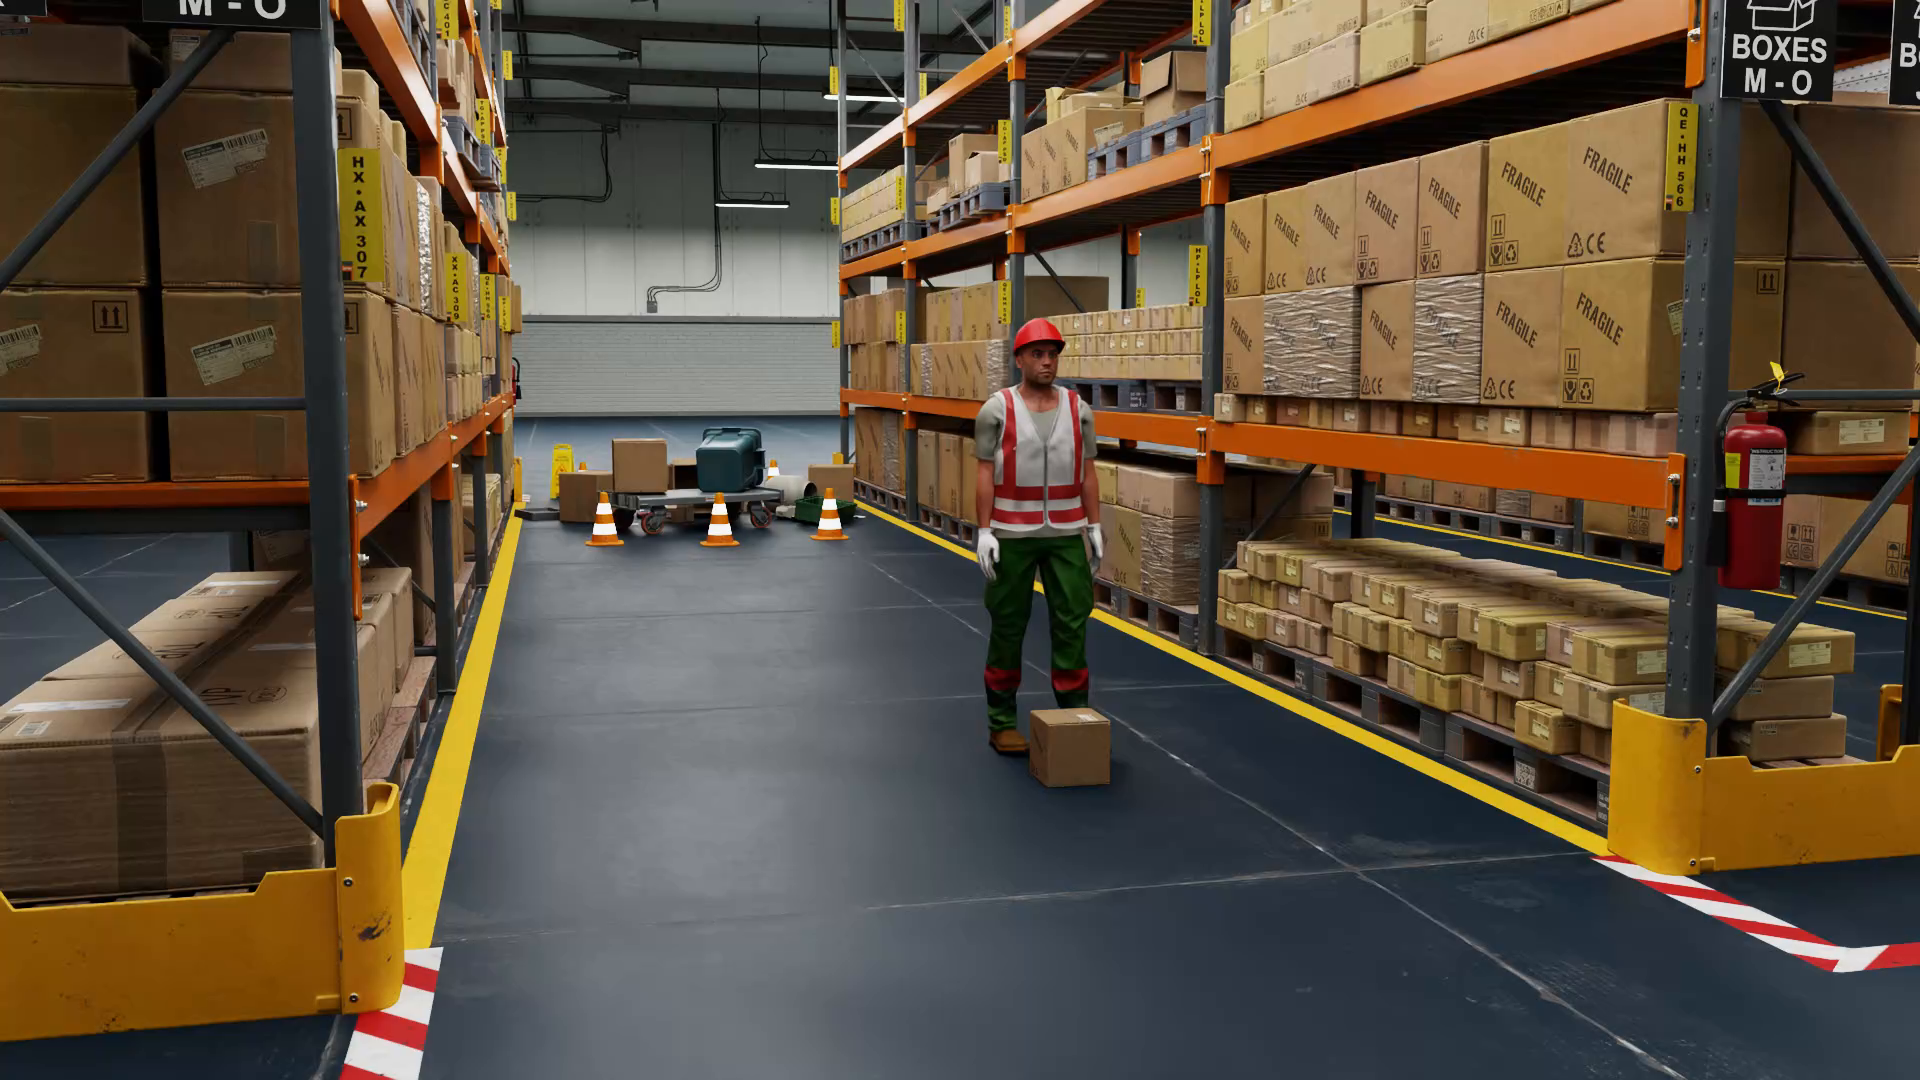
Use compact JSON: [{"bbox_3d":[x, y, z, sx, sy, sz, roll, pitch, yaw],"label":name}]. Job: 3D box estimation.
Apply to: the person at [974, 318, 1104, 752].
[{"bbox_3d":[0.344,-0.002,6.788,0.537,1.796,0.509,-1,6,-13],"label":"person"}]
